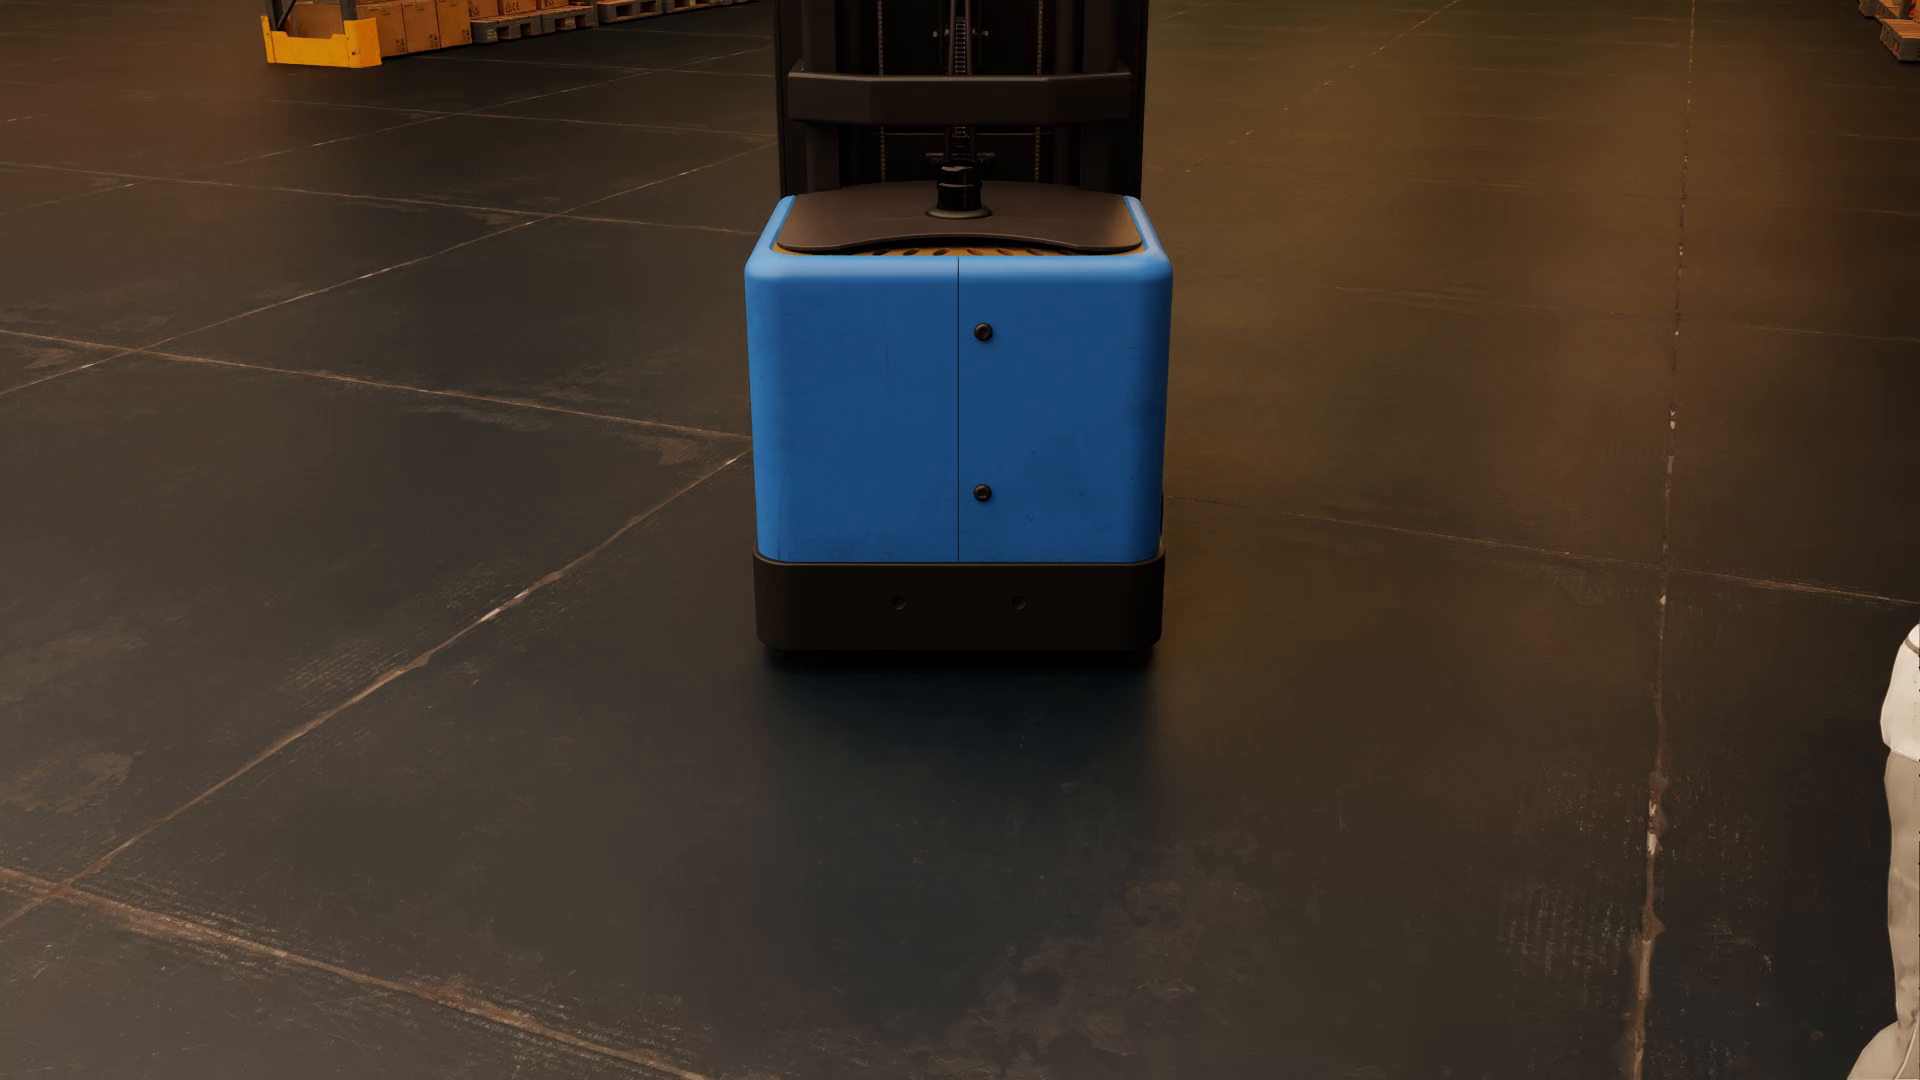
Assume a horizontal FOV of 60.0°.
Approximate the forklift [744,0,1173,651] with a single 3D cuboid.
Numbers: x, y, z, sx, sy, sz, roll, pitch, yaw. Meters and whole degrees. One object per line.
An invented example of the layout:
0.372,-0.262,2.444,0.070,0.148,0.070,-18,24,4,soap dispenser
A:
0.002,-1.587,5.089,1.130,2.935,3.031,0,23,0,forklift
